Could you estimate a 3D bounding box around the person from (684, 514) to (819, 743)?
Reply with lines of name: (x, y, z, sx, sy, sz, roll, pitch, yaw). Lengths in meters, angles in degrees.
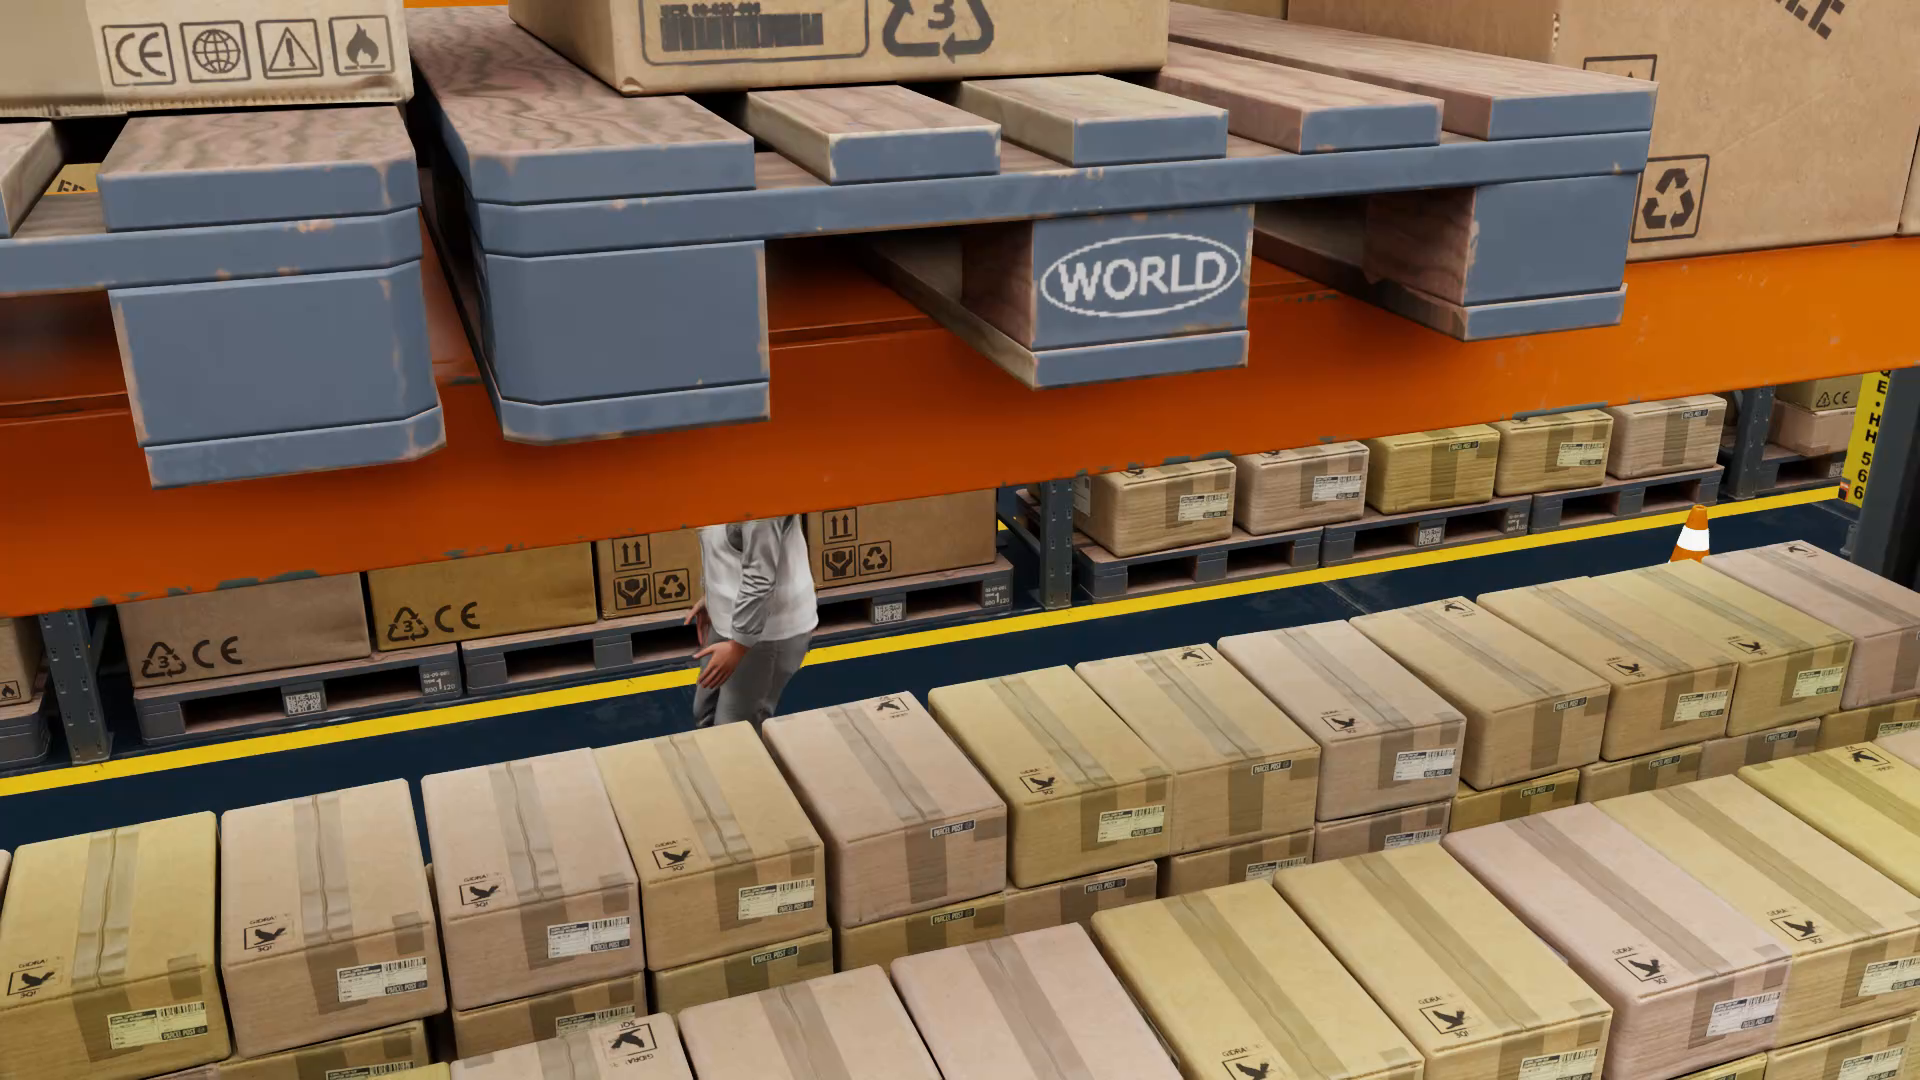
person: (-0.715, 0.275, 5.475, 0.476, 1.719, 0.560, -8, 24, -18)
